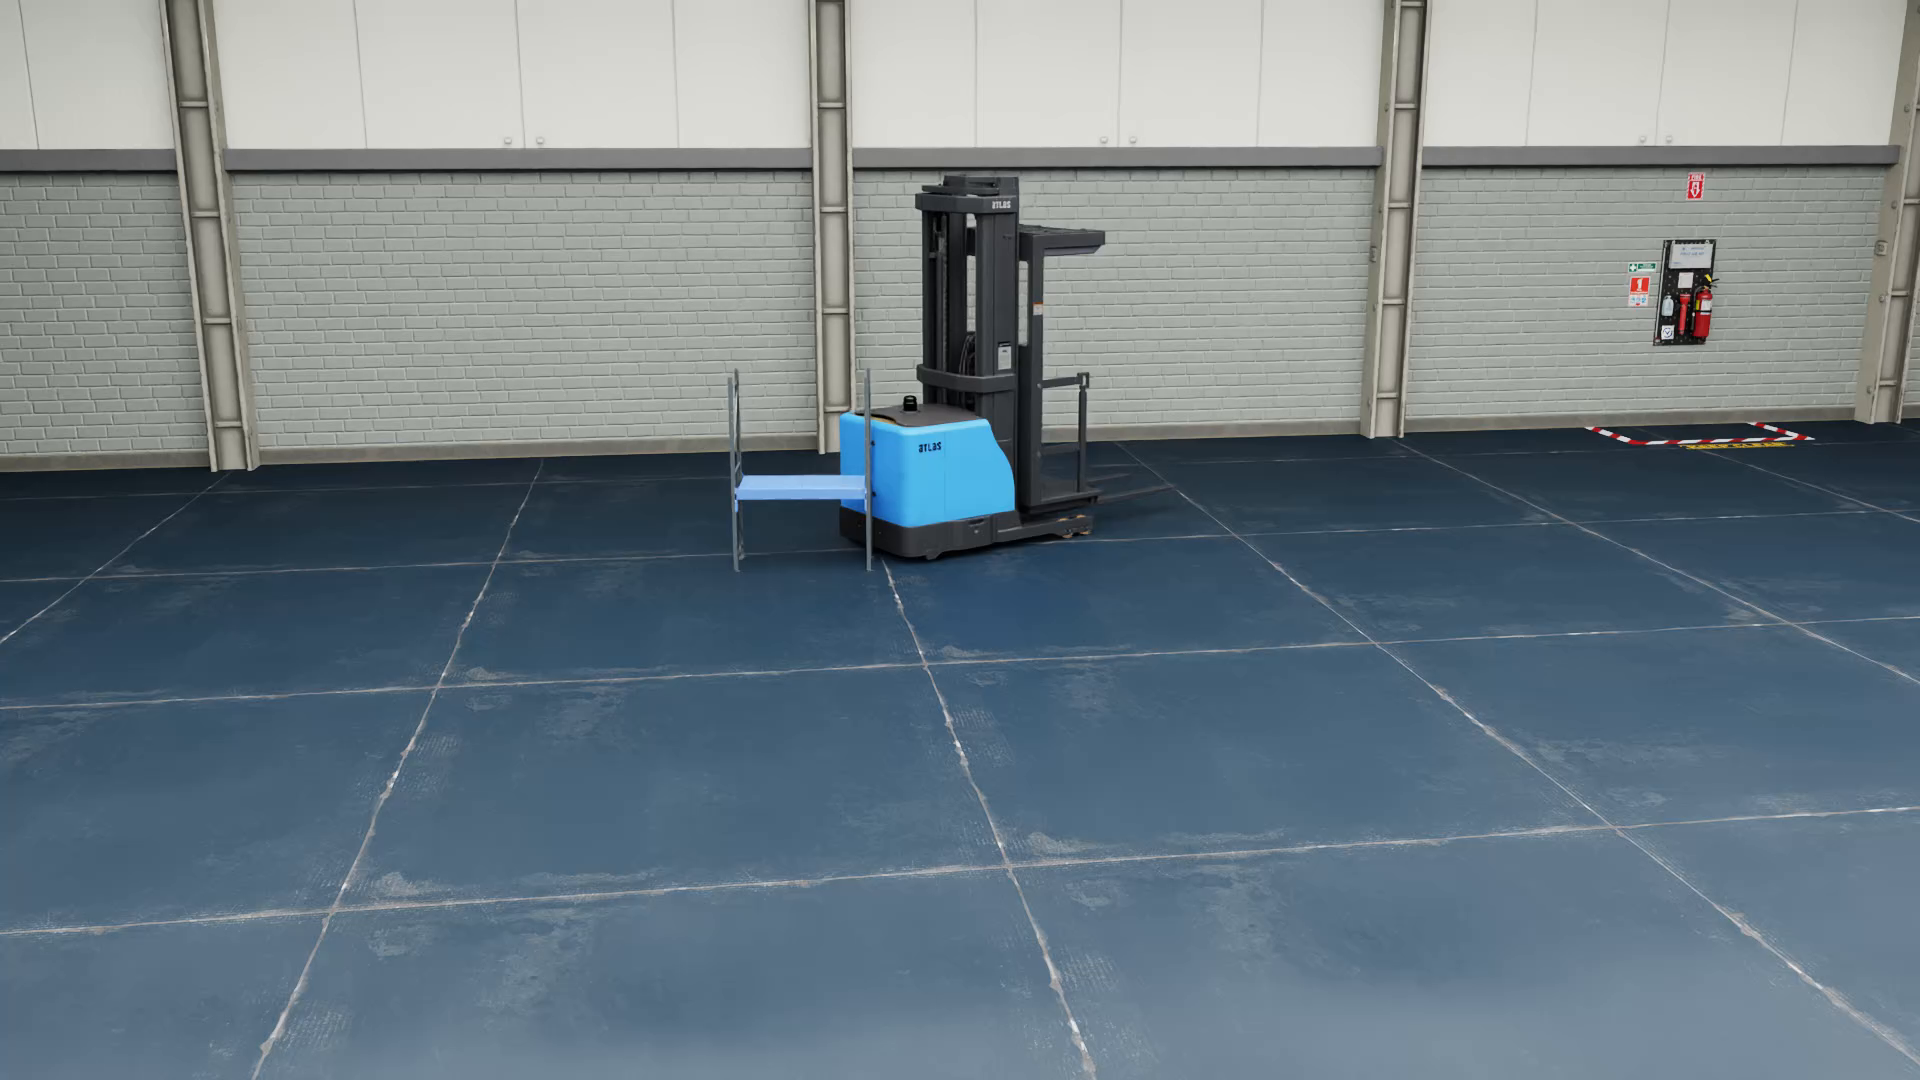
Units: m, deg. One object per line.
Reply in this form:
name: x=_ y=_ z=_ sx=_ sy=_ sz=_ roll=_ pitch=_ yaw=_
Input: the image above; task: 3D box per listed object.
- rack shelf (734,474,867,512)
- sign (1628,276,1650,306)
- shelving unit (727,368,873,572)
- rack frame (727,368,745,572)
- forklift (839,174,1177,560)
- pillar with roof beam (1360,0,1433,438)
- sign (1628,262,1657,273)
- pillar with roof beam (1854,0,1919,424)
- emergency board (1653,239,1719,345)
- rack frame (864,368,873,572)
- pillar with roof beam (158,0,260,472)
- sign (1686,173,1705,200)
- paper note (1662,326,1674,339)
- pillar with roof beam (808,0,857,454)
rack shelf: x=-1.213 y=-0.369 z=12.850 sx=1.000 sy=0.185 sz=0.538 roll=0 pitch=14 yaw=-1
sign: x=7.565 y=-2.769 z=18.522 sx=0.234 sy=0.329 sz=0.001 roll=-2 pitch=14 yaw=-8
shelving unit: x=-1.213 y=-0.544 z=12.806 sx=1.048 sy=1.500 sz=0.538 roll=0 pitch=14 yaw=-1
rack frame: x=-1.721 y=-0.541 z=12.795 sx=0.032 sy=1.500 sz=0.500 roll=0 pitch=14 yaw=-1
forklift: x=0.501 y=-1.528 z=13.790 sx=3.031 sy=2.935 sz=1.130 roll=-10 pitch=17 yaw=-35
pillar with roof beam: x=5.284 y=-4.484 z=13.102 sx=0.400 sy=9.000 sz=9.100 roll=-2 pitch=14 yaw=-8
sign: x=7.571 y=-3.024 z=18.449 sx=0.331 sy=0.109 sz=0.001 roll=-2 pitch=14 yaw=-8
pillar with roof beam: x=11.218 y=-4.701 z=13.969 sx=0.400 sy=9.000 sz=9.100 roll=-2 pitch=14 yaw=-8
emergency board: x=8.127 y=-2.747 z=18.507 sx=0.643 sy=1.169 sz=0.194 roll=-2 pitch=14 yaw=-8
rack frame: x=-0.705 y=-0.546 z=12.818 sx=0.032 sy=1.500 sz=0.500 roll=0 pitch=14 yaw=-1
pillar with roof beam: x=-6.582 y=-4.049 z=11.368 sx=0.400 sy=9.000 sz=9.100 roll=-2 pitch=14 yaw=-8
sign: x=8.104 y=-3.895 z=18.319 sx=0.199 sy=0.298 sz=0.001 roll=-2 pitch=14 yaw=-8
paper note: x=7.942 y=-2.329 z=18.655 sx=0.142 sy=0.148 sz=0.016 roll=-2 pitch=14 yaw=-8
pillar with roof beam: x=-0.649 y=-4.266 z=12.235 sx=0.400 sy=9.000 sz=9.100 roll=-2 pitch=14 yaw=-8
